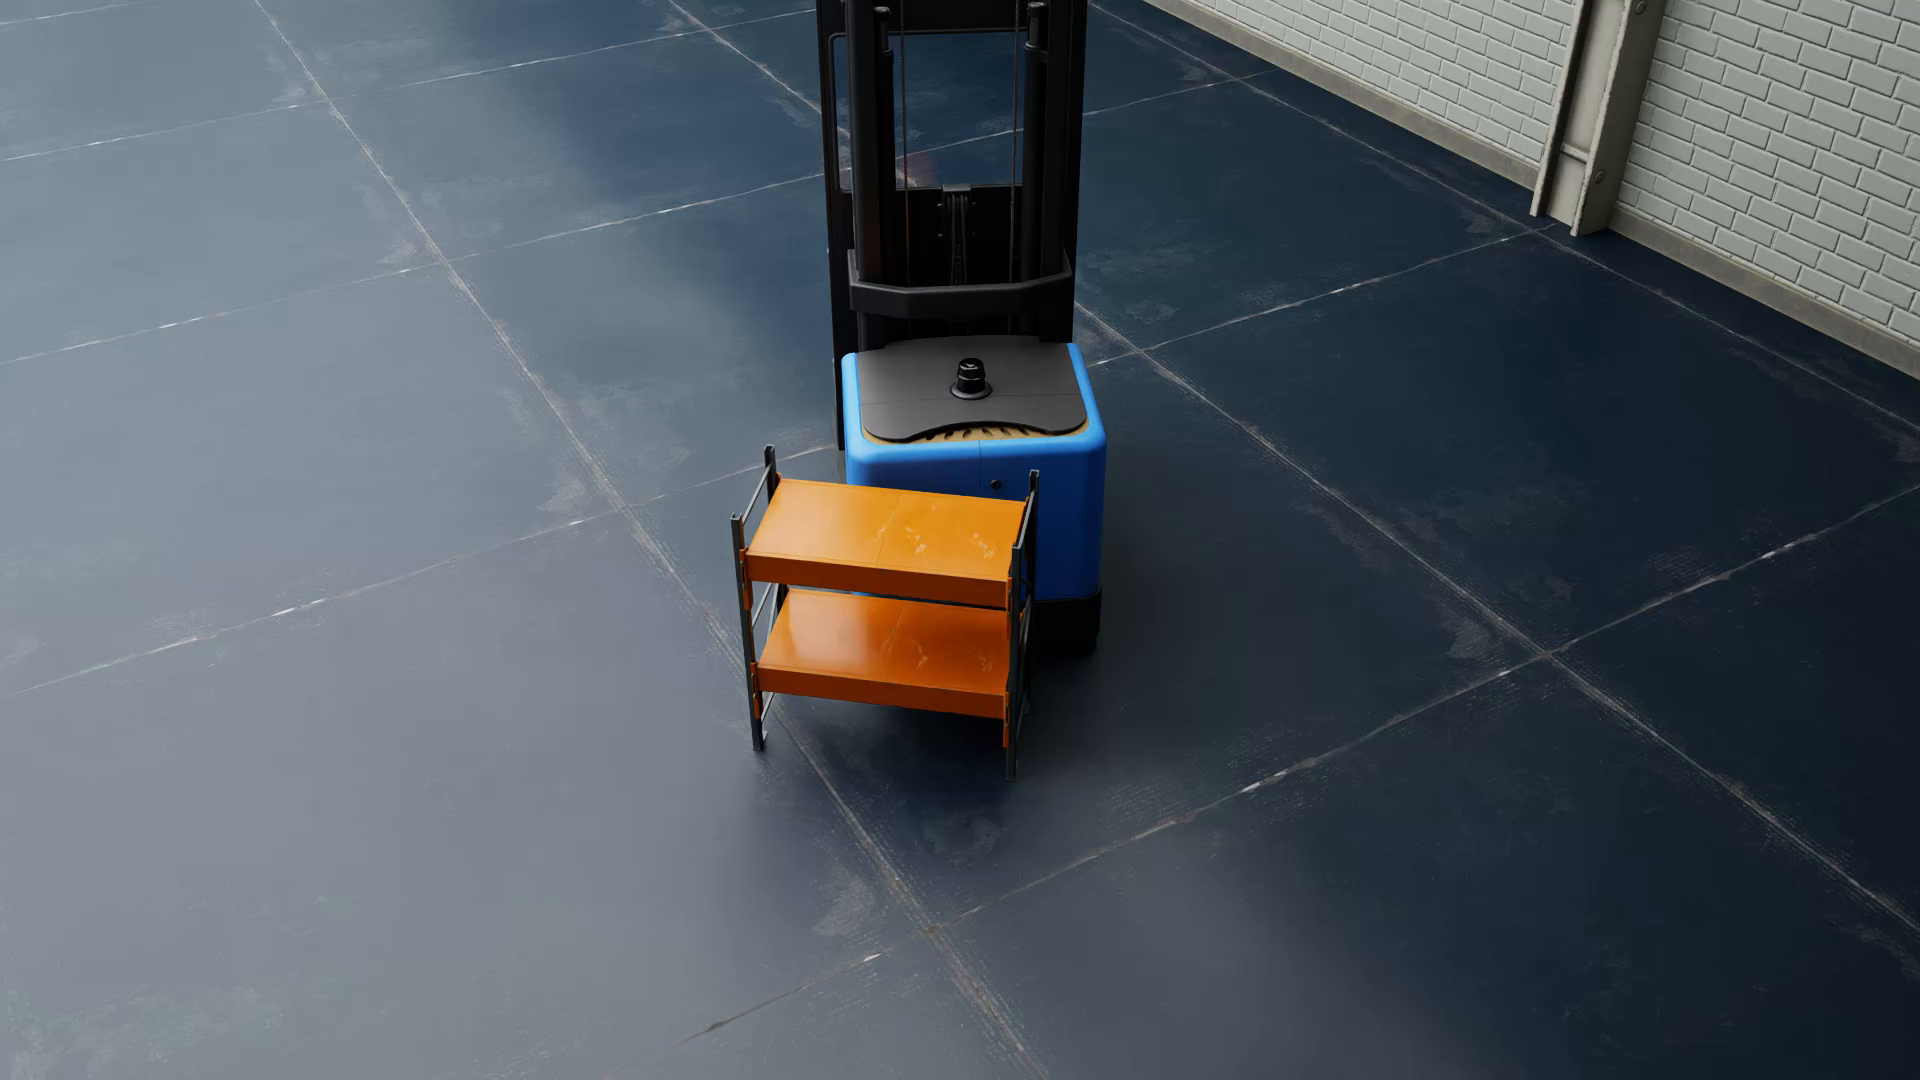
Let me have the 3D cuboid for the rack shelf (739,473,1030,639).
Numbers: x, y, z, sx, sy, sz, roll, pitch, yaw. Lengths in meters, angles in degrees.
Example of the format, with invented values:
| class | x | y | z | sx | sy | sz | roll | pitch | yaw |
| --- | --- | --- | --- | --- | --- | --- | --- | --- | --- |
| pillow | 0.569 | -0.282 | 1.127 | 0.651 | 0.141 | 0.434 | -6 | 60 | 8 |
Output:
| class | x | y | z | sx | sy | sz | roll | pitch | yaw |
| --- | --- | --- | --- | --- | --- | --- | --- | --- | --- |
| rack shelf | -0.263 | 0.050 | 6.231 | 1.000 | 0.278 | 0.538 | 6 | 37 | 8 |

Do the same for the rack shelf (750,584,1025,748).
| class | x | y | z | sx | sy | sz | roll | pitch | yaw |
| --- | --- | --- | --- | --- | --- | --- | --- | --- | --- |
| rack shelf | -0.263 | 0.484 | 6.548 | 1.000 | 0.278 | 0.538 | 6 | 37 | 8 |

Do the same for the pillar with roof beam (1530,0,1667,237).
| class | x | y | z | sx | sy | sz | roll | pitch | yaw |
| --- | --- | --- | --- | --- | --- | --- | --- | --- | --- |
| pillar with roof beam | 0.138 | -4.386 | 6.126 | 9.100 | 9.000 | 0.400 | -19 | 40 | -24 |

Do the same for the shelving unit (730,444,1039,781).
| class | x | y | z | sx | sy | sz | roll | pitch | yaw |
| --- | --- | --- | --- | --- | --- | --- | --- | --- | --- |
| shelving unit | -0.263 | 0.287 | 6.404 | 1.048 | 1.125 | 0.538 | 6 | 37 | 8 |

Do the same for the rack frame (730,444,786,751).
| class | x | y | z | sx | sy | sz | roll | pitch | yaw |
| --- | --- | --- | --- | --- | --- | --- | --- | --- | --- |
| rack frame | -0.764 | 0.236 | 6.474 | 0.032 | 1.125 | 0.500 | 6 | 37 | 8 |

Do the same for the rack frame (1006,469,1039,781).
| class | x | y | z | sx | sy | sz | roll | pitch | yaw |
| --- | --- | --- | --- | --- | --- | --- | --- | --- | --- |
| rack frame | 0.238 | 0.338 | 6.334 | 0.032 | 1.125 | 0.500 | 6 | 37 | 8 |

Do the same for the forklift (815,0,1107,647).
| class | x | y | z | sx | sy | sz | roll | pitch | yaw |
| --- | --- | --- | --- | --- | --- | --- | --- | --- | --- |
| forklift | -0.058 | -1.552 | 7.390 | 1.130 | 2.935 | 3.031 | -3 | 36 | -4 |
